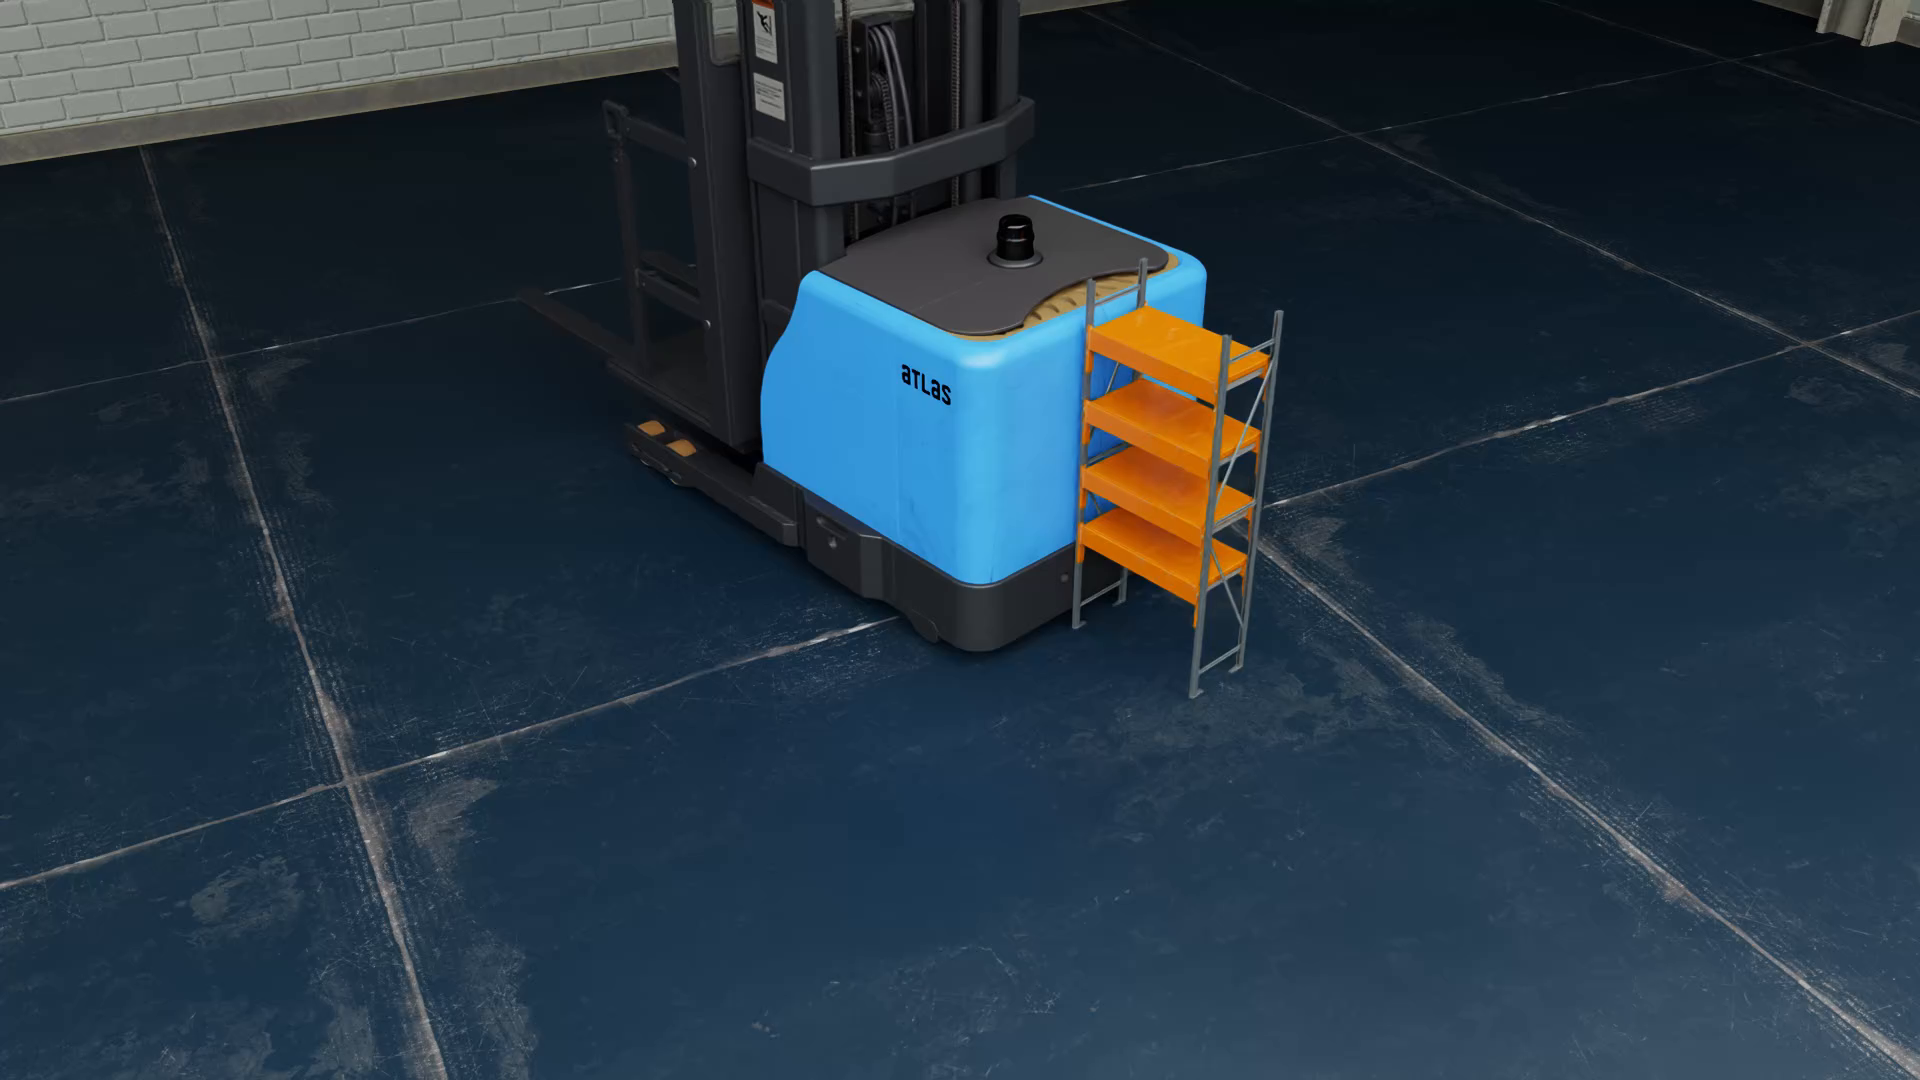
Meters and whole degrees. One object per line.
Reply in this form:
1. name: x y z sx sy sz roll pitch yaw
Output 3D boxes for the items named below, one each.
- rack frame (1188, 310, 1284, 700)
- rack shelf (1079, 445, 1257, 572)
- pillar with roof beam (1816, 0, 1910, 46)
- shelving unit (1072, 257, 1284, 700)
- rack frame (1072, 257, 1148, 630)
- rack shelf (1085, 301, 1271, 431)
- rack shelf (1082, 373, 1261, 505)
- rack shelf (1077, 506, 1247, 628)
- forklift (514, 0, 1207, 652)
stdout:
1. rack frame: 0.781 -0.071 4.749 0.240 1.200 0.015 -27 41 -35
2. rack shelf: 0.615 -0.111 4.936 0.258 0.148 0.480 -27 41 -35
3. pillar with roof beam: 2.078 -6.017 6.801 9.100 9.000 0.400 -16 36 -23
4. shelving unit: 0.615 -0.168 4.899 0.258 1.200 0.503 -27 41 -35
5. rack frame: 0.449 -0.264 5.050 0.240 1.200 0.015 -27 41 -35
6. rack shelf: 0.615 -0.499 4.687 0.258 0.148 0.480 -27 41 -35
7. rack shelf: 0.615 -0.299 4.815 0.258 0.148 0.480 -27 41 -35
8. rack shelf: 0.615 0.056 5.043 0.258 0.148 0.480 -27 41 -35
9. forklift: -0.591 -1.599 5.528 1.130 2.935 3.031 -26 41 -35
